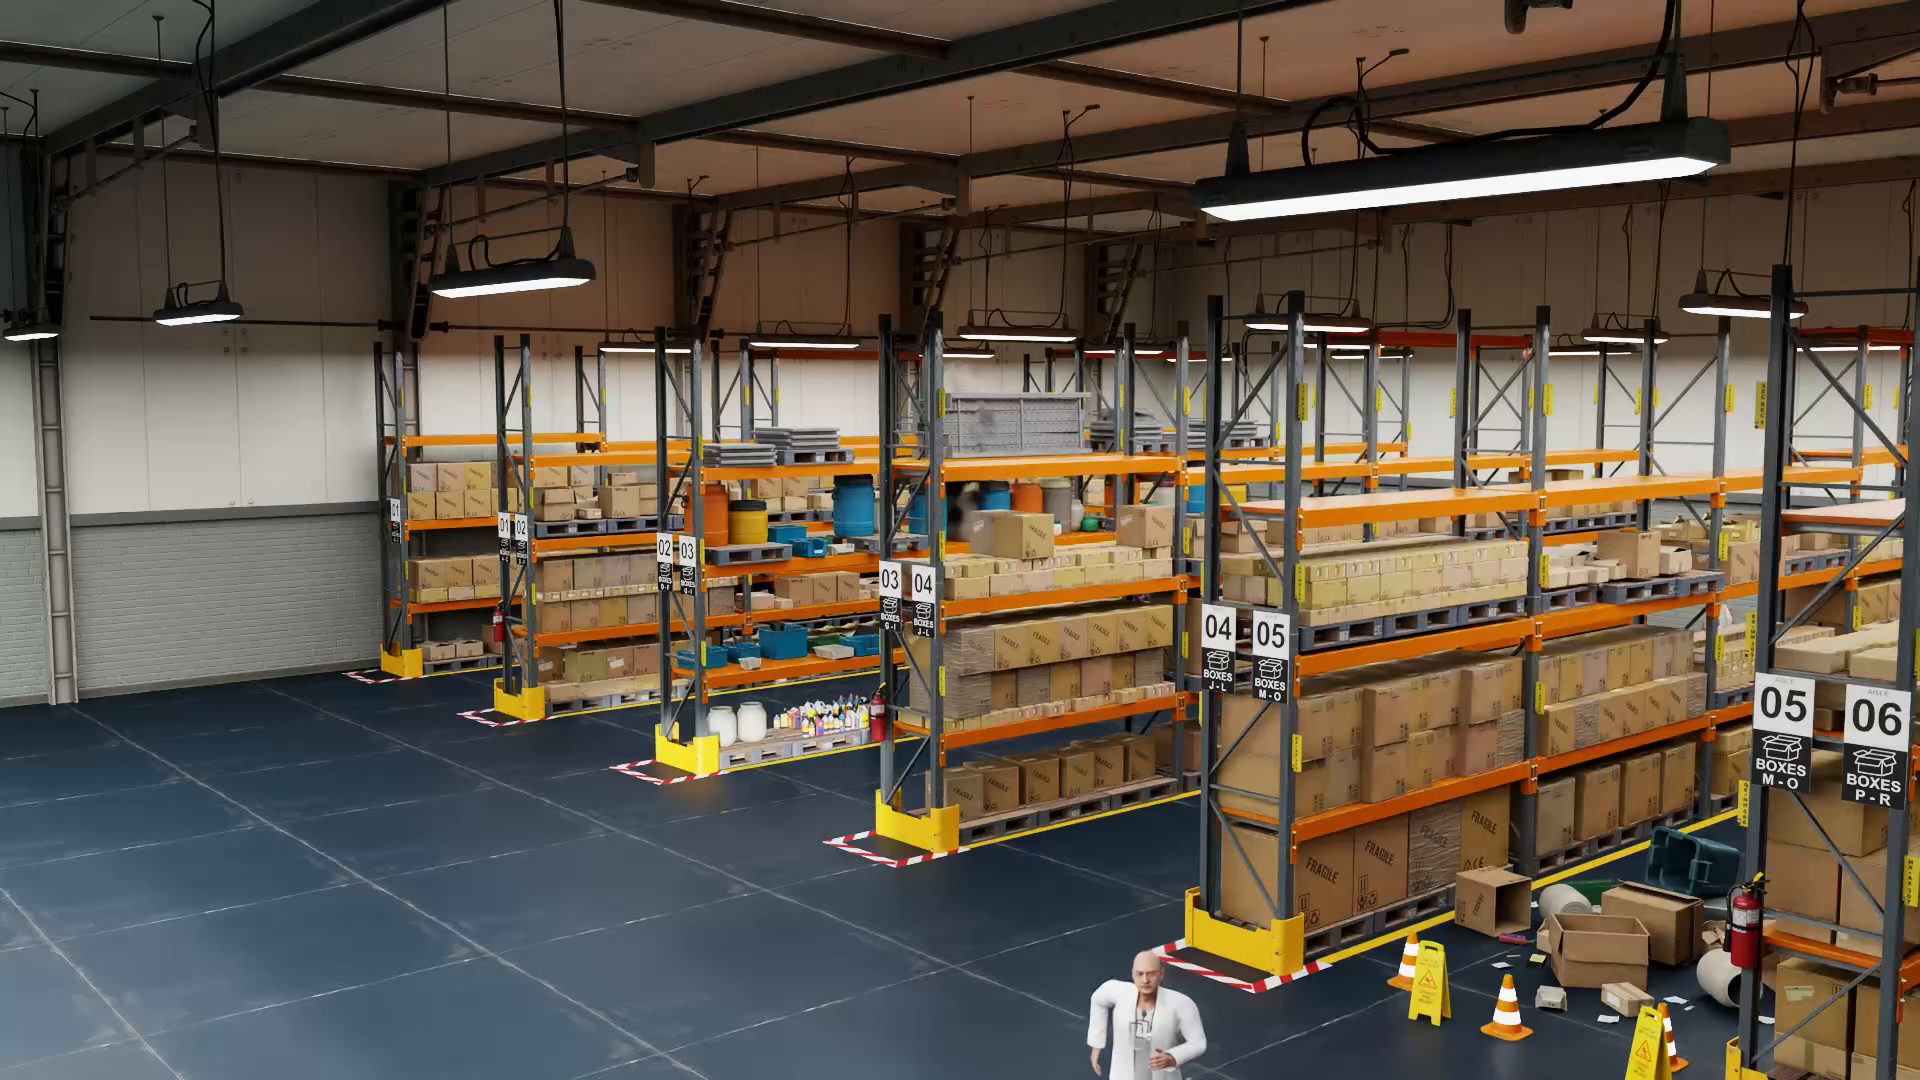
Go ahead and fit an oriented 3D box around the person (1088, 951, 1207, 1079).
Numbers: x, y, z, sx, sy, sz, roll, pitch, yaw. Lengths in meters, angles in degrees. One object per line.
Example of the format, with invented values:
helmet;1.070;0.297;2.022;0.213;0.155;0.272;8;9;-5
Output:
person;1.134;3.364;10.158;0.738;1.826;1.024;1;5;10

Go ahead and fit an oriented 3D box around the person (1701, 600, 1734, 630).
person;13.092;1.723;28.347;0.776;1.753;0.711;-1;5;-12
